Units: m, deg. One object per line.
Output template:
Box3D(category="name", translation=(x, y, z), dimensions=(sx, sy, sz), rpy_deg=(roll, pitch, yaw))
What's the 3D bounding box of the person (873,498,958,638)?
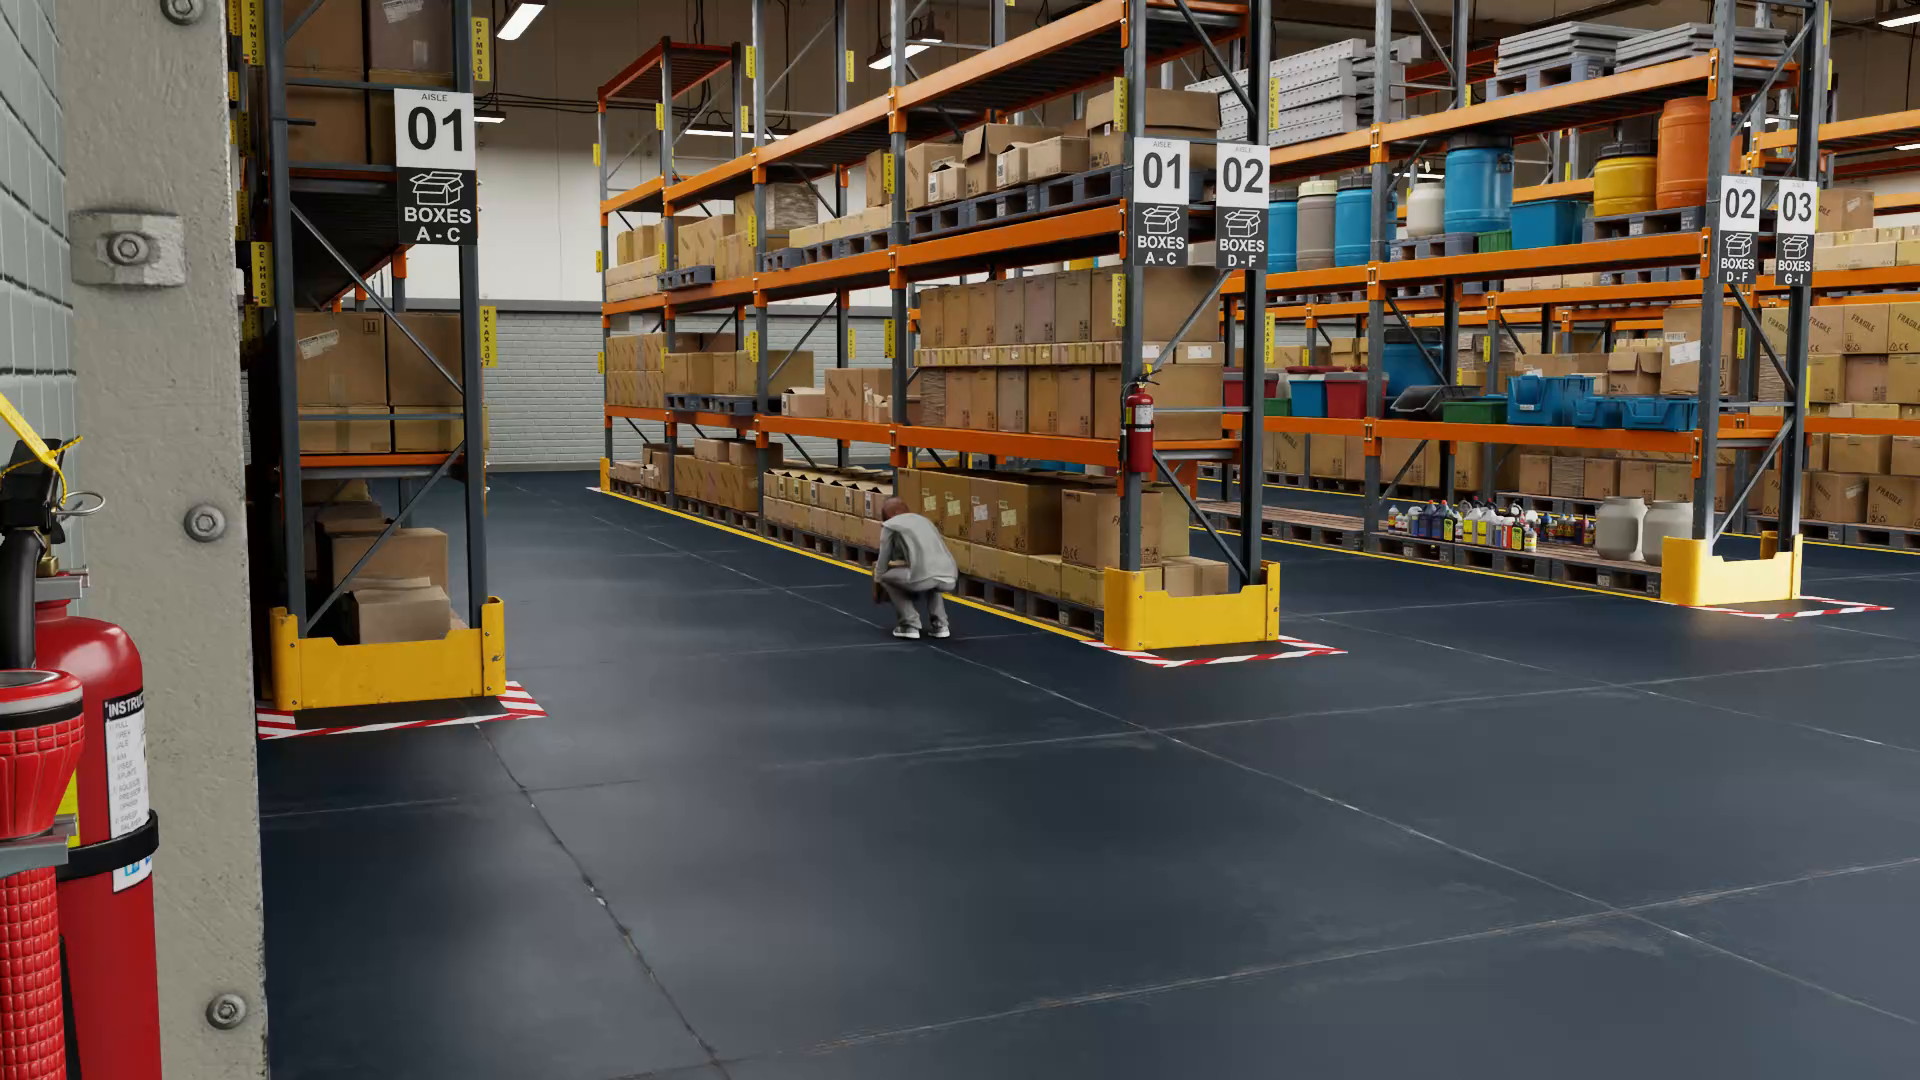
Box3D(category="person", translation=(-0.305, 0.195, 11.081), dimensions=(0.423, 0.897, 0.821), rpy_deg=(-3, 6, -25))
